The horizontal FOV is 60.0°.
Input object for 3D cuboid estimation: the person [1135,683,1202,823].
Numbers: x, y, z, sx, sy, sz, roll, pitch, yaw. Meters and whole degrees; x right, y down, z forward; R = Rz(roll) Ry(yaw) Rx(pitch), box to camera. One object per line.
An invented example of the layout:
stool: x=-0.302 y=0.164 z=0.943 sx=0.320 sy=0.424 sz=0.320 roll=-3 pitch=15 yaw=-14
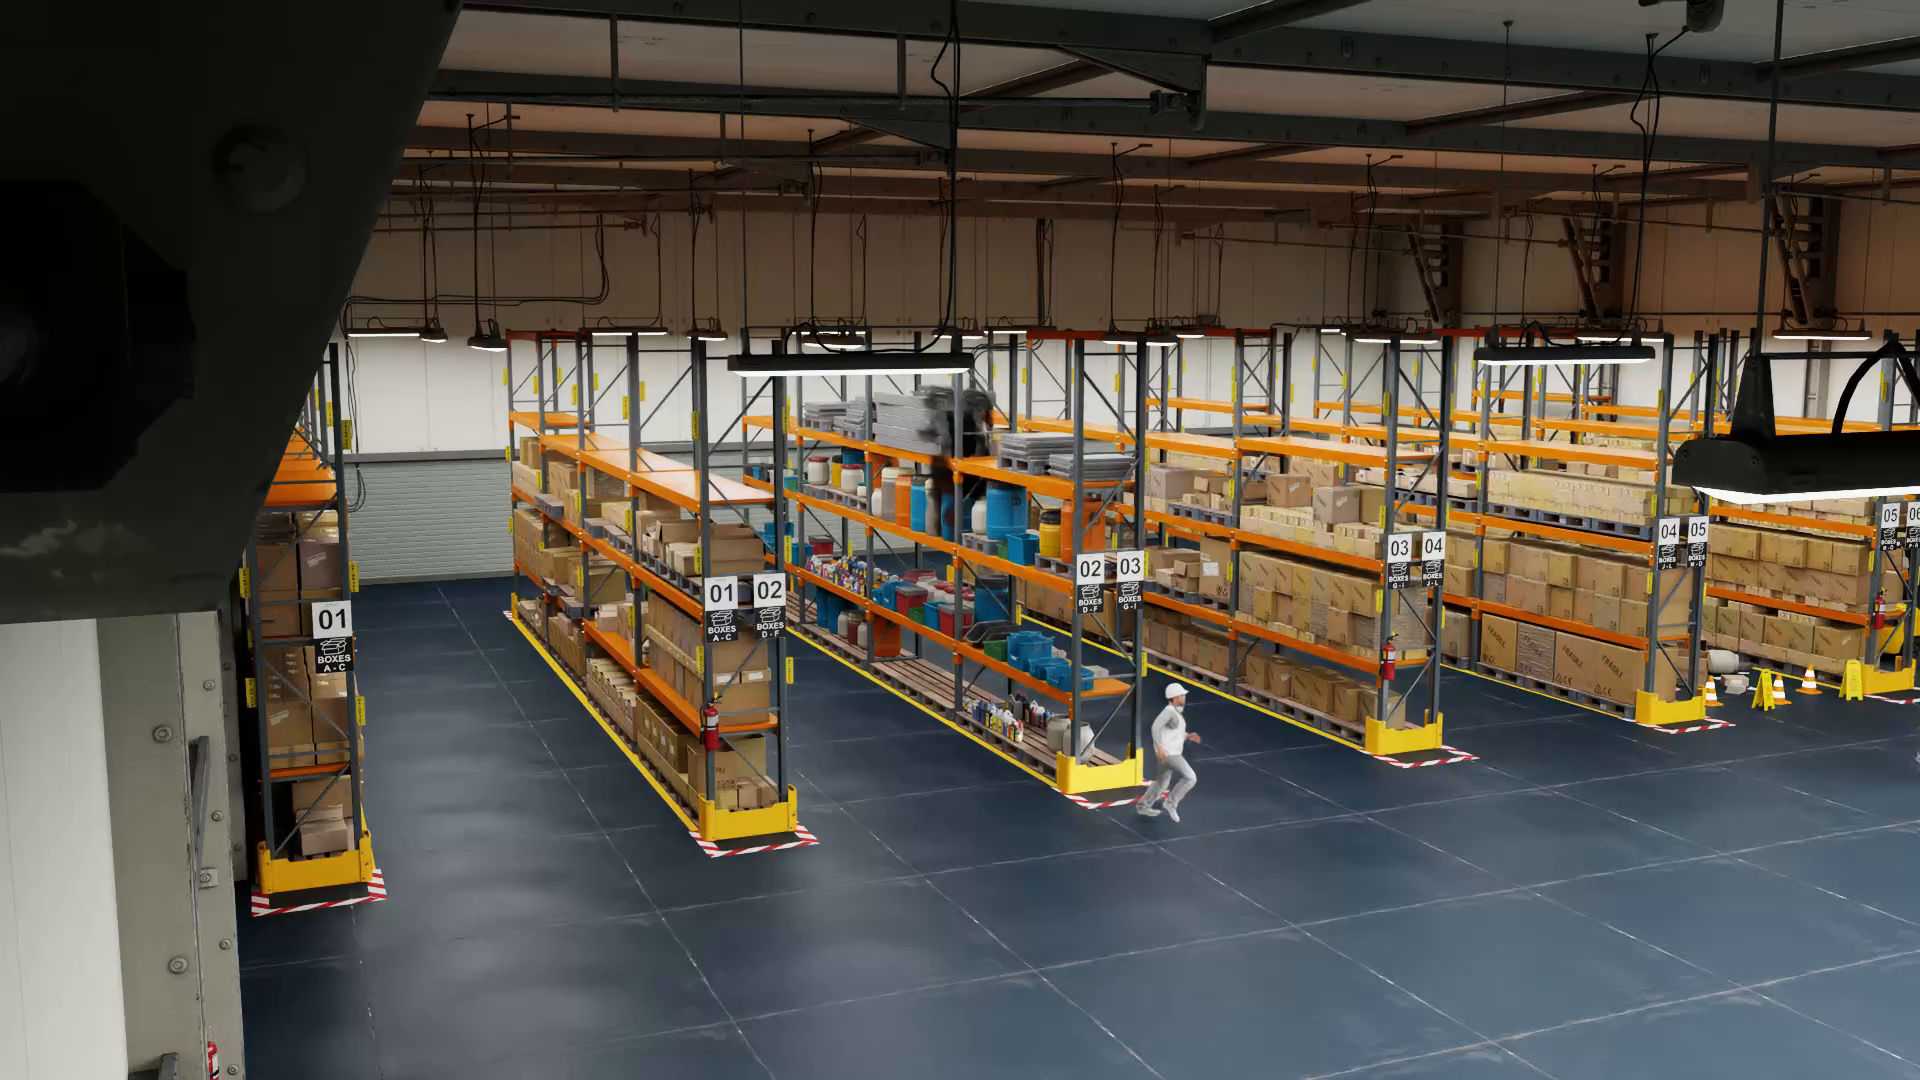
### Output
person: x=2.614 y=2.651 z=20.801 sx=0.817 sy=1.744 sz=0.578 roll=1 pitch=8 yaw=5

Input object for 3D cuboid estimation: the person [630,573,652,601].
person: x=-6.630 y=0.780 z=34.350 sx=0.705 sy=1.835 sz=0.859 roll=-5 pitch=9 yaw=-34
